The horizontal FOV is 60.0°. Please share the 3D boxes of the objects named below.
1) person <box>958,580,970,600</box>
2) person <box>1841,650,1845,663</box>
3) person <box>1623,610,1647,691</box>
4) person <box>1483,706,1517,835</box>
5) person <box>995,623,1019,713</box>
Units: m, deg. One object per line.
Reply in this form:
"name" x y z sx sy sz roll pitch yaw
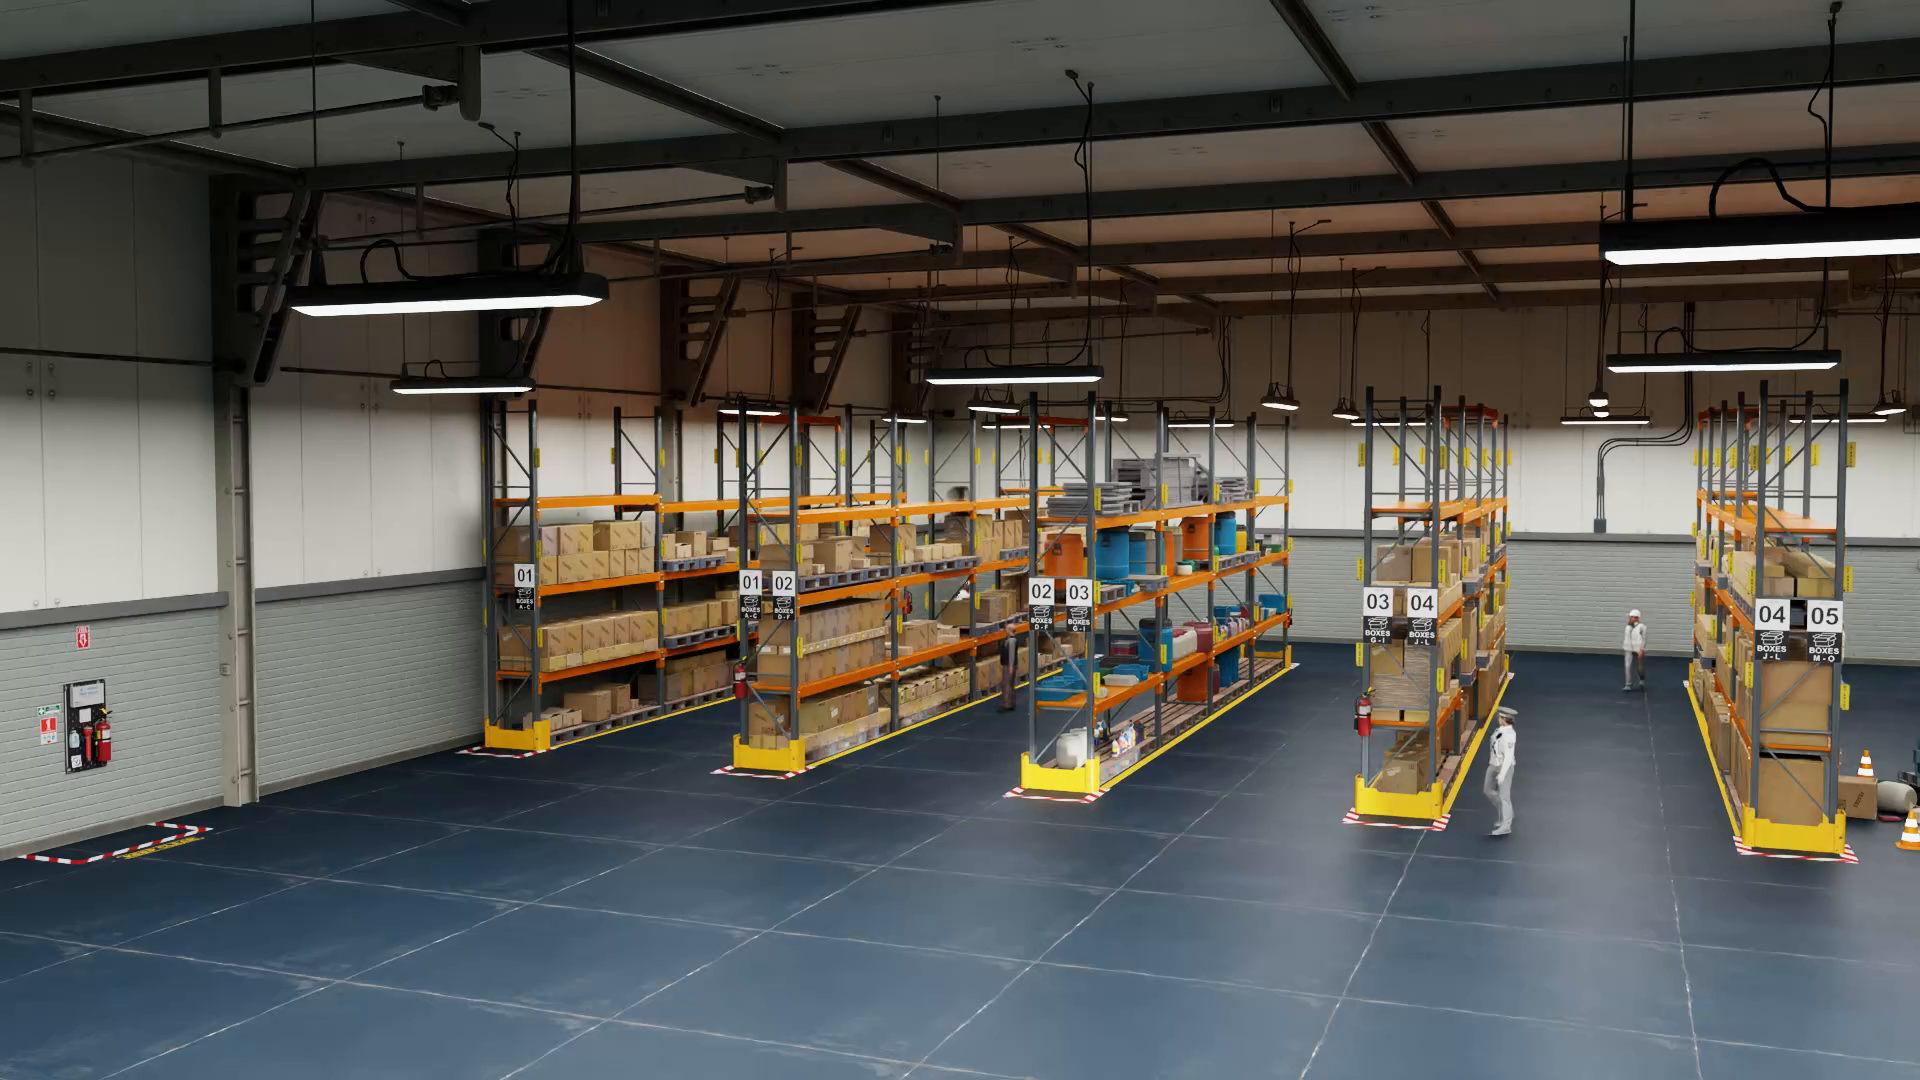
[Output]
"person" 0.160 1.936 44.270 0.670 1.739 0.586 1 3 23
"person" 18.099 2.458 34.641 0.566 1.670 0.555 3 4 43
"person" 14.541 2.370 35.813 0.489 1.733 0.976 2 3 29
"person" 7.244 3.060 22.223 0.441 1.683 0.572 0 3 -8
"person" 0.931 2.522 32.851 0.440 1.736 0.649 0 3 7
